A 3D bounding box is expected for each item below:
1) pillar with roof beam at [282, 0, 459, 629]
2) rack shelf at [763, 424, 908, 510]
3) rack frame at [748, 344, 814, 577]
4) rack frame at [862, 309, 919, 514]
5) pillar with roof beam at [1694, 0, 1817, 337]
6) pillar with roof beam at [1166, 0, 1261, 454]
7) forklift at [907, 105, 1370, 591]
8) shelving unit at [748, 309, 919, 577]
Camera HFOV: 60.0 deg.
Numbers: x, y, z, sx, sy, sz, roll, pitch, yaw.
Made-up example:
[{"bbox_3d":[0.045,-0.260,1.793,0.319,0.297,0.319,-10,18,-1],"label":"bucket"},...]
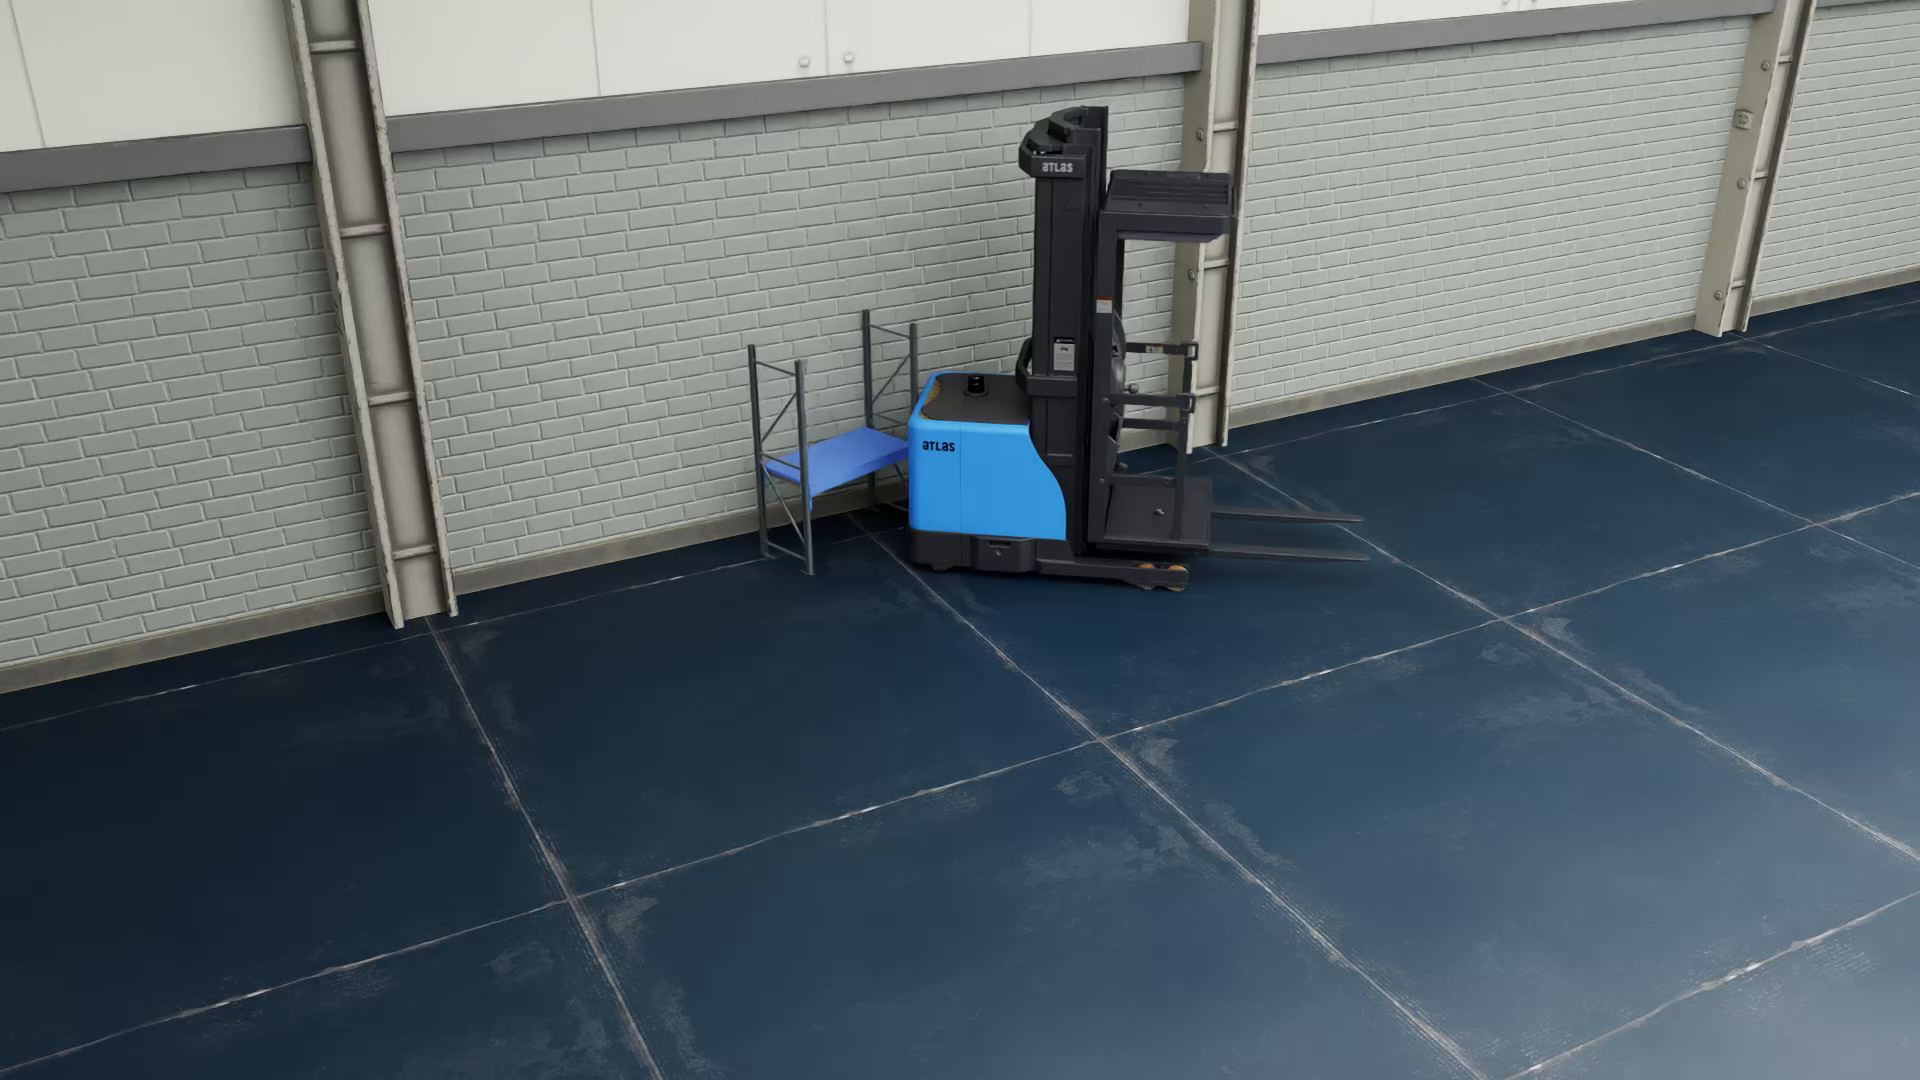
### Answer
[{"bbox_3d":[-1.405,-1.956,5.229,0.400,9.000,9.100,-13,29,-25],"label":"pillar with roof beam"},{"bbox_3d":[-0.820,-0.508,11.287,0.538,0.185,1.000,22,33,39],"label":"rack shelf"},{"bbox_3d":[-1.171,-0.511,10.877,0.500,1.500,0.032,22,33,39],"label":"rack frame"},{"bbox_3d":[-0.472,-0.830,11.543,0.500,1.500,0.032,22,33,39],"label":"rack frame"},{"bbox_3d":[9.184,-4.400,10.319,0.400,9.000,9.100,-13,29,-25],"label":"pillar with roof beam"},{"bbox_3d":[3.889,-3.178,7.774,0.400,9.000,9.100,-13,29,-25],"label":"pillar with roof beam"},{"bbox_3d":[1.209,-1.233,10.733,3.031,2.935,1.130,4,26,8],"label":"forklift"},{"bbox_3d":[-0.821,-0.671,11.210,0.538,1.500,1.048,22,33,39],"label":"shelving unit"}]
